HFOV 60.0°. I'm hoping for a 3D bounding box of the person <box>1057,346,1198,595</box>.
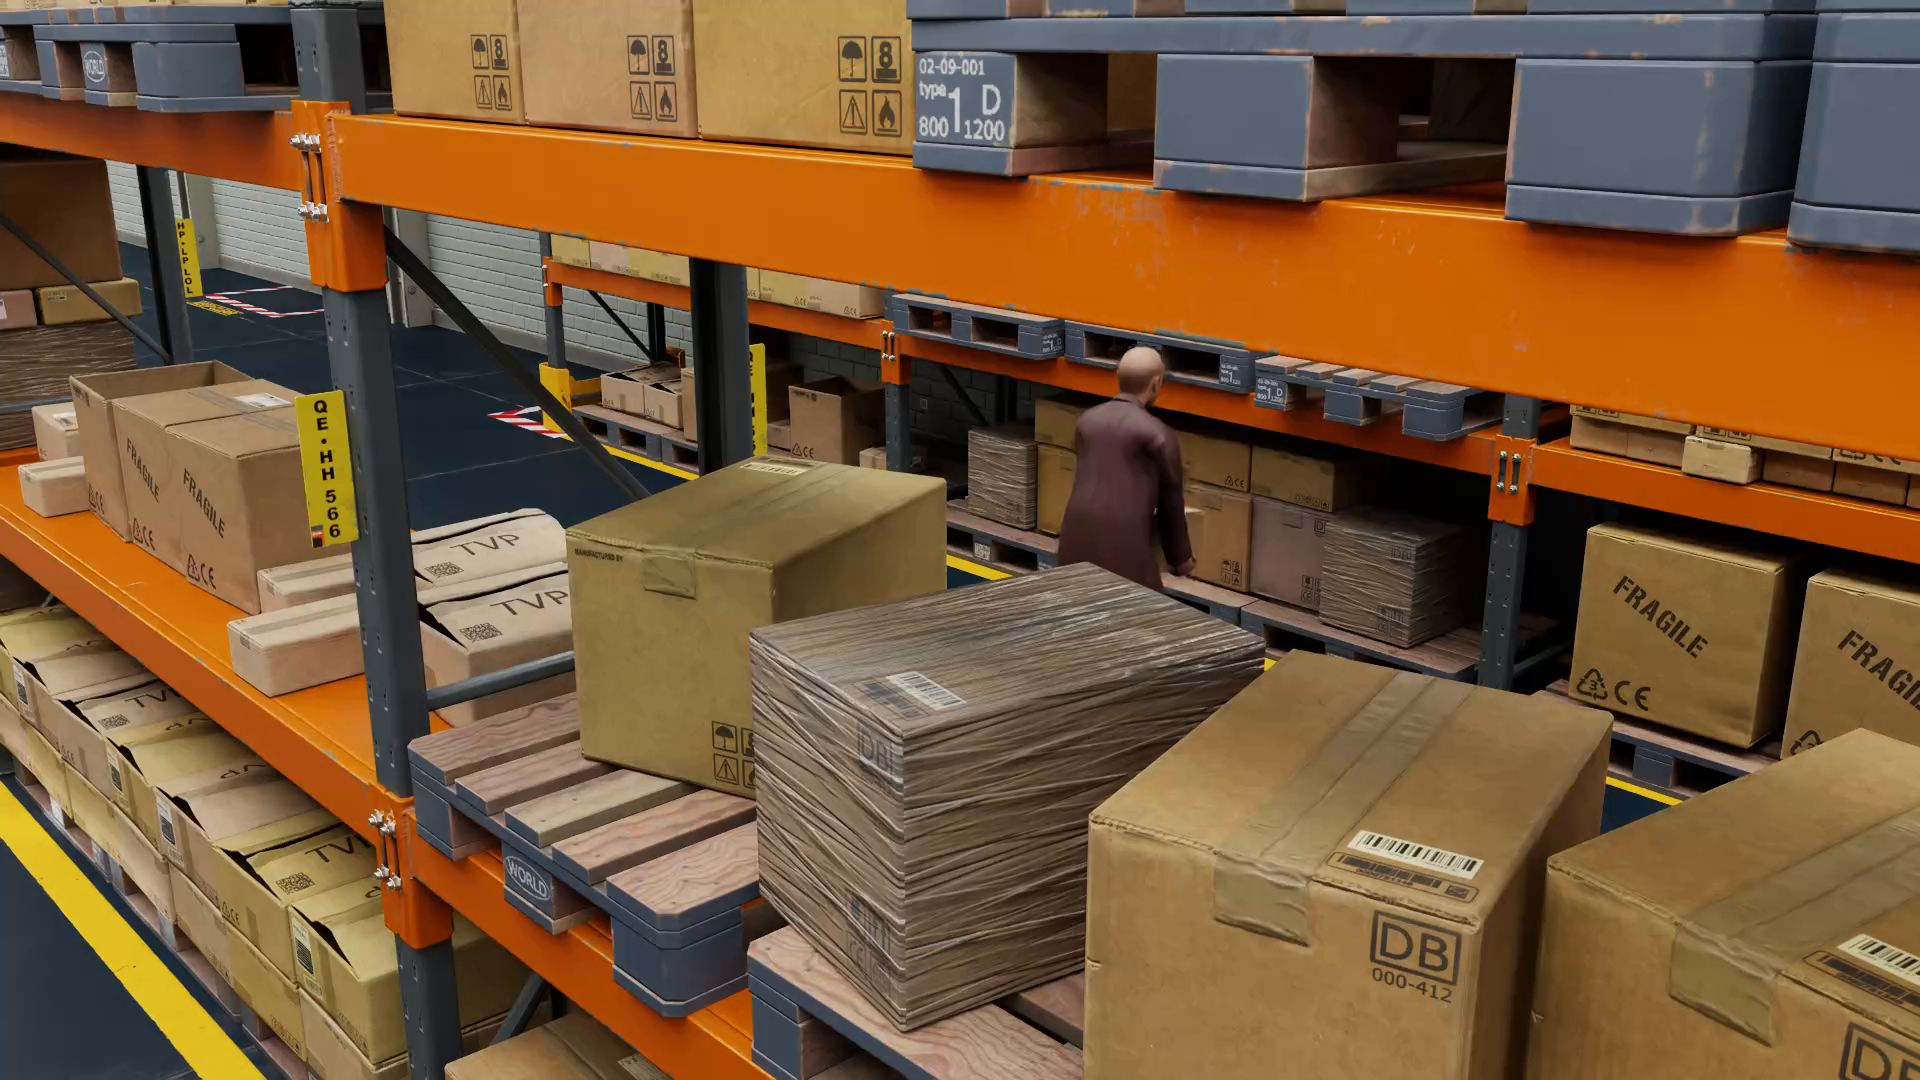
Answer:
[{"bbox_3d":[0.697,0.069,6.918,0.599,1.742,0.537,-16,23,-42],"label":"person"}]
